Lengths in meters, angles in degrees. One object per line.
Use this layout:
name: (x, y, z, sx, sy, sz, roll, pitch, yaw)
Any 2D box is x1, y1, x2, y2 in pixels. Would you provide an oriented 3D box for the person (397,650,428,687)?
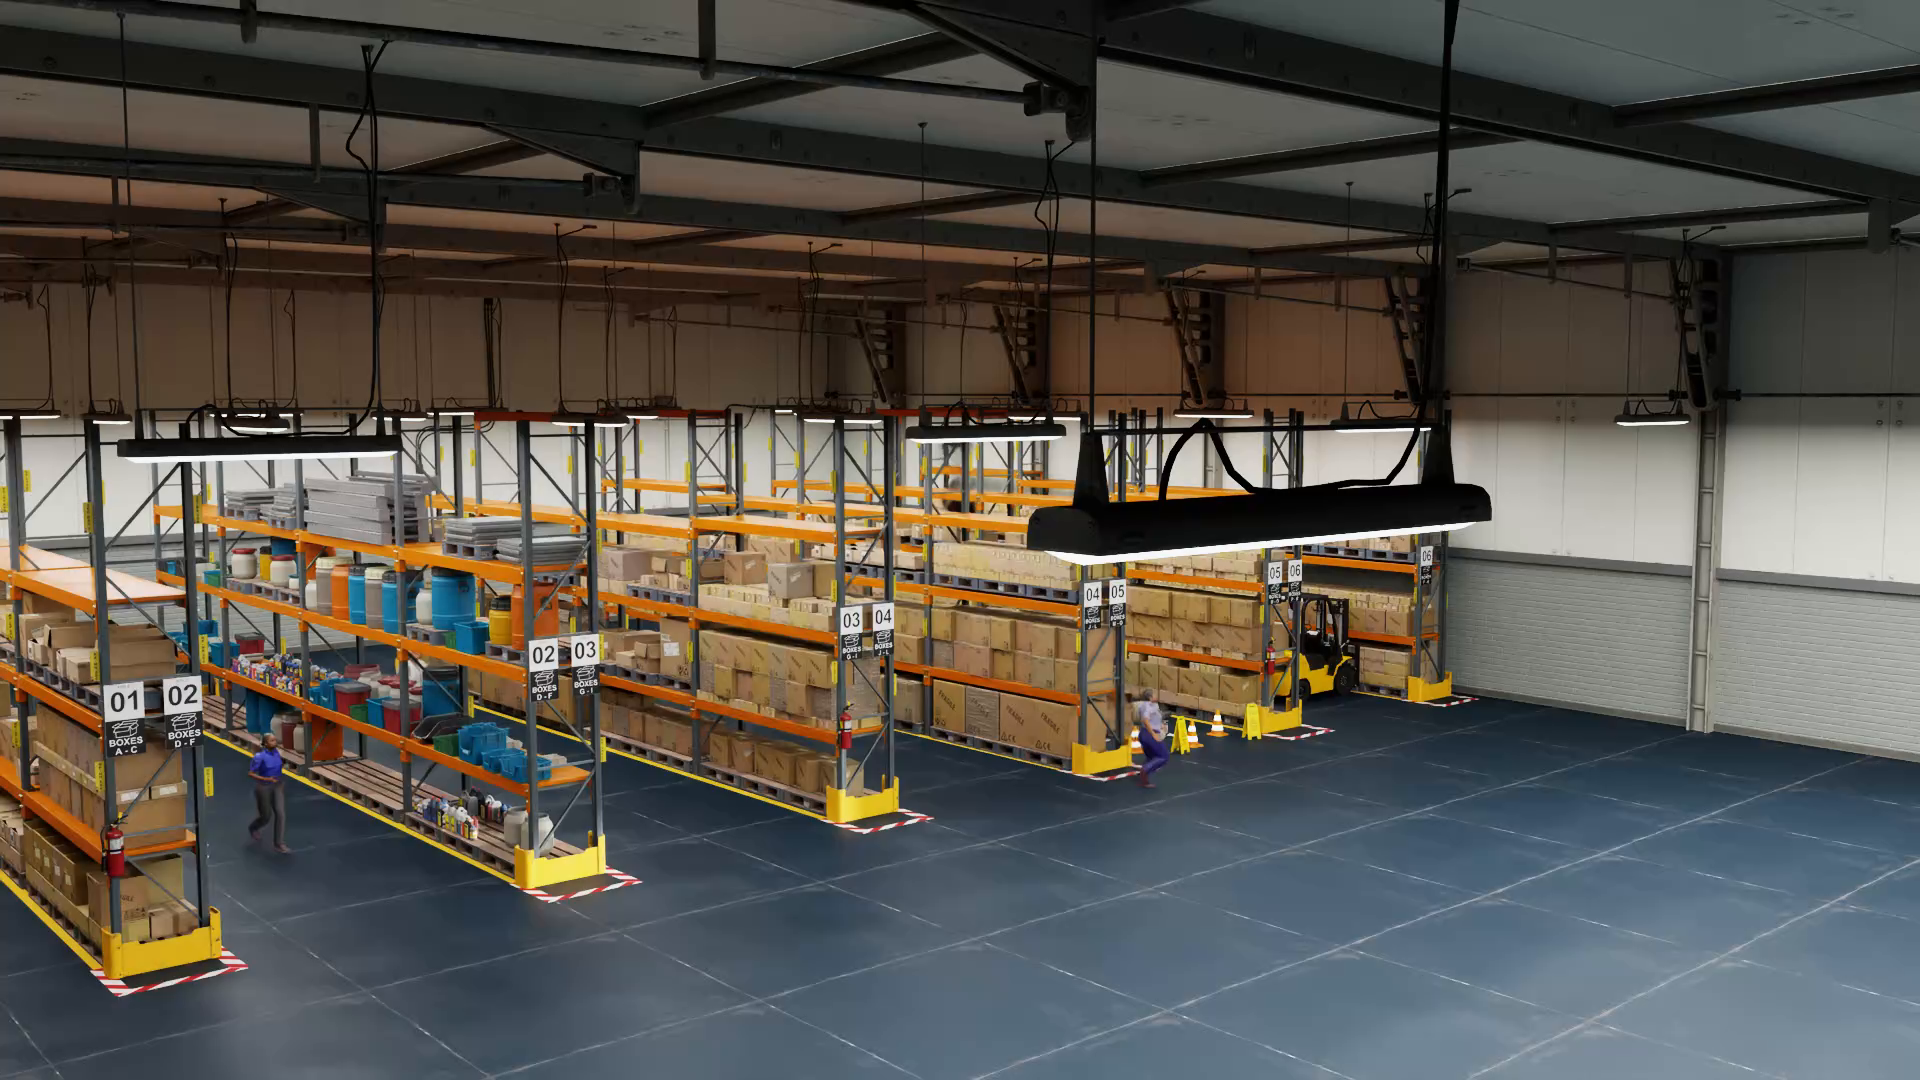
person: (-9.955, 2.802, 30.376, 0.684, 1.752, 0.655, 4, 6, 37)

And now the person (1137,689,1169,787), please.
person: (3.096, 3.187, 26.755, 0.541, 1.608, 0.602, -1, 5, -15)

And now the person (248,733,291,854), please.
person: (-9.616, 3.495, 23.062, 0.818, 1.662, 0.571, 3, 6, 29)
